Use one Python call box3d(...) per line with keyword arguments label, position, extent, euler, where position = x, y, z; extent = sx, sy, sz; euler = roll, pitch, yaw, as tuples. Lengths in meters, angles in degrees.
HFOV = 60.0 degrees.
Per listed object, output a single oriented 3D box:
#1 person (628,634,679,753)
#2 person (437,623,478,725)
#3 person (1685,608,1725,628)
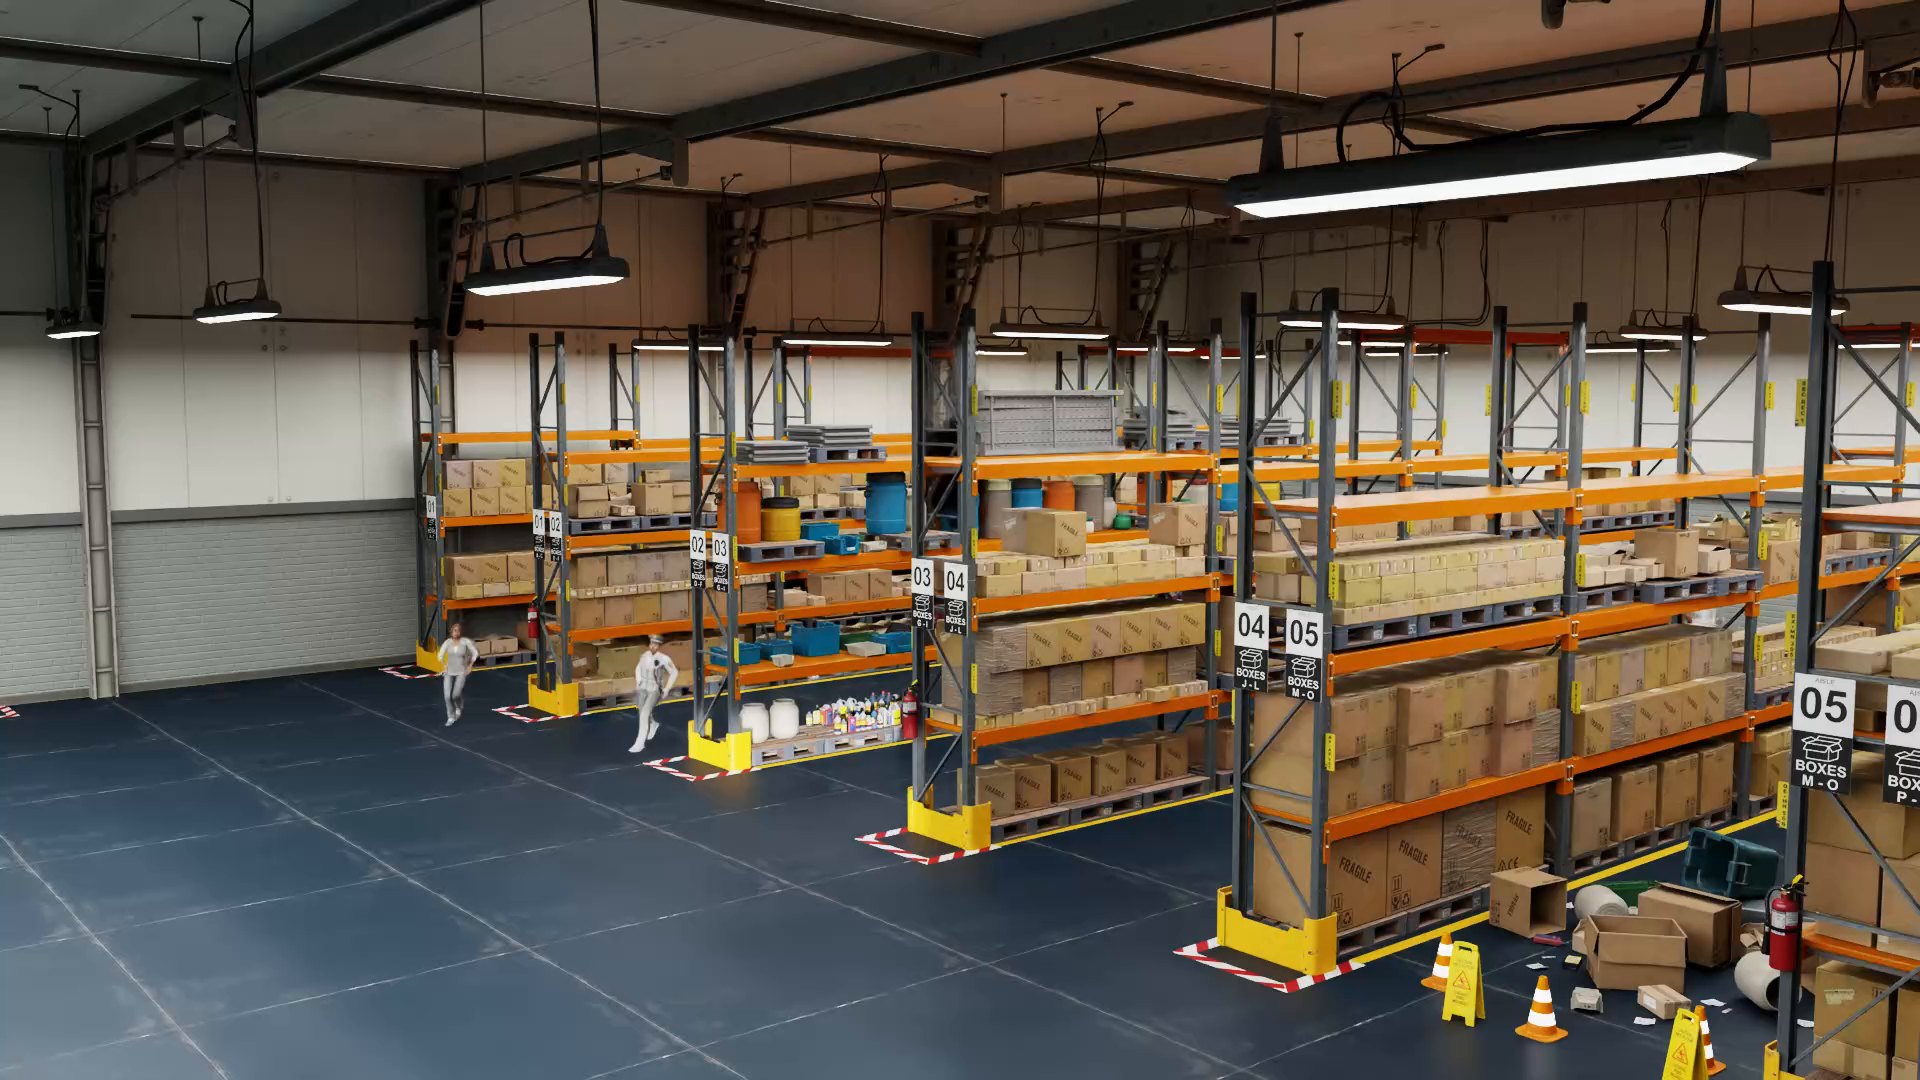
box3d(label="person", position=(-4.340, 2.150, 23.688), extent=(0.687, 1.667, 0.788), euler=(2, 6, 24))
box3d(label="person", position=(-7.667, 2.056, 25.306), extent=(0.576, 1.569, 0.518), euler=(0, 5, -4))
box3d(label="person", position=(13.196, 1.577, 29.486), extent=(0.709, 1.754, 0.576), euler=(-3, 6, -26))
